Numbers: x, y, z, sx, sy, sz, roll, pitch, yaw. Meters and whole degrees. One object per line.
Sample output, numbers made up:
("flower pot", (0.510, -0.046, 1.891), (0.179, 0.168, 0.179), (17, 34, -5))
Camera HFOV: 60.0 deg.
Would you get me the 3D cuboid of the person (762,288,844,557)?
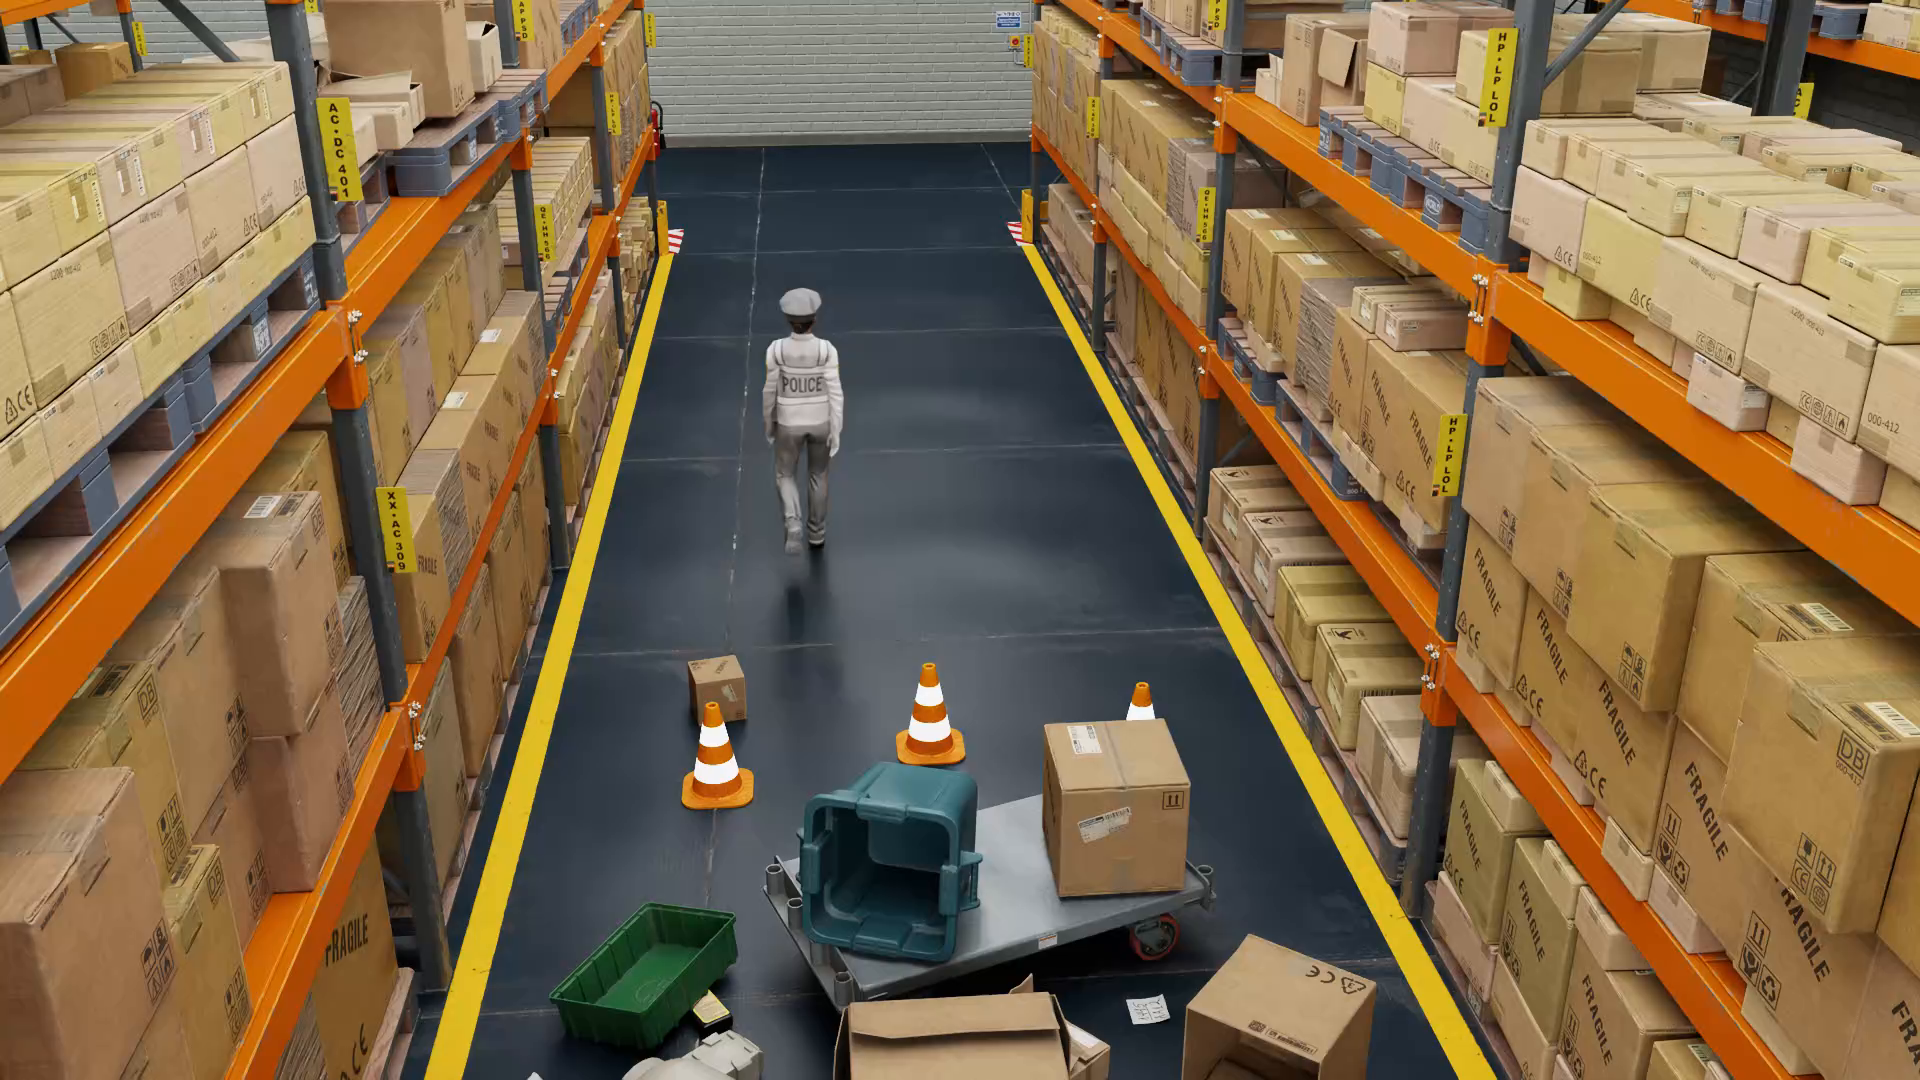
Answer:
("person", (-0.948, -0.693, 10.082), (0.488, 1.662, 0.711), (-3, 24, -7))
